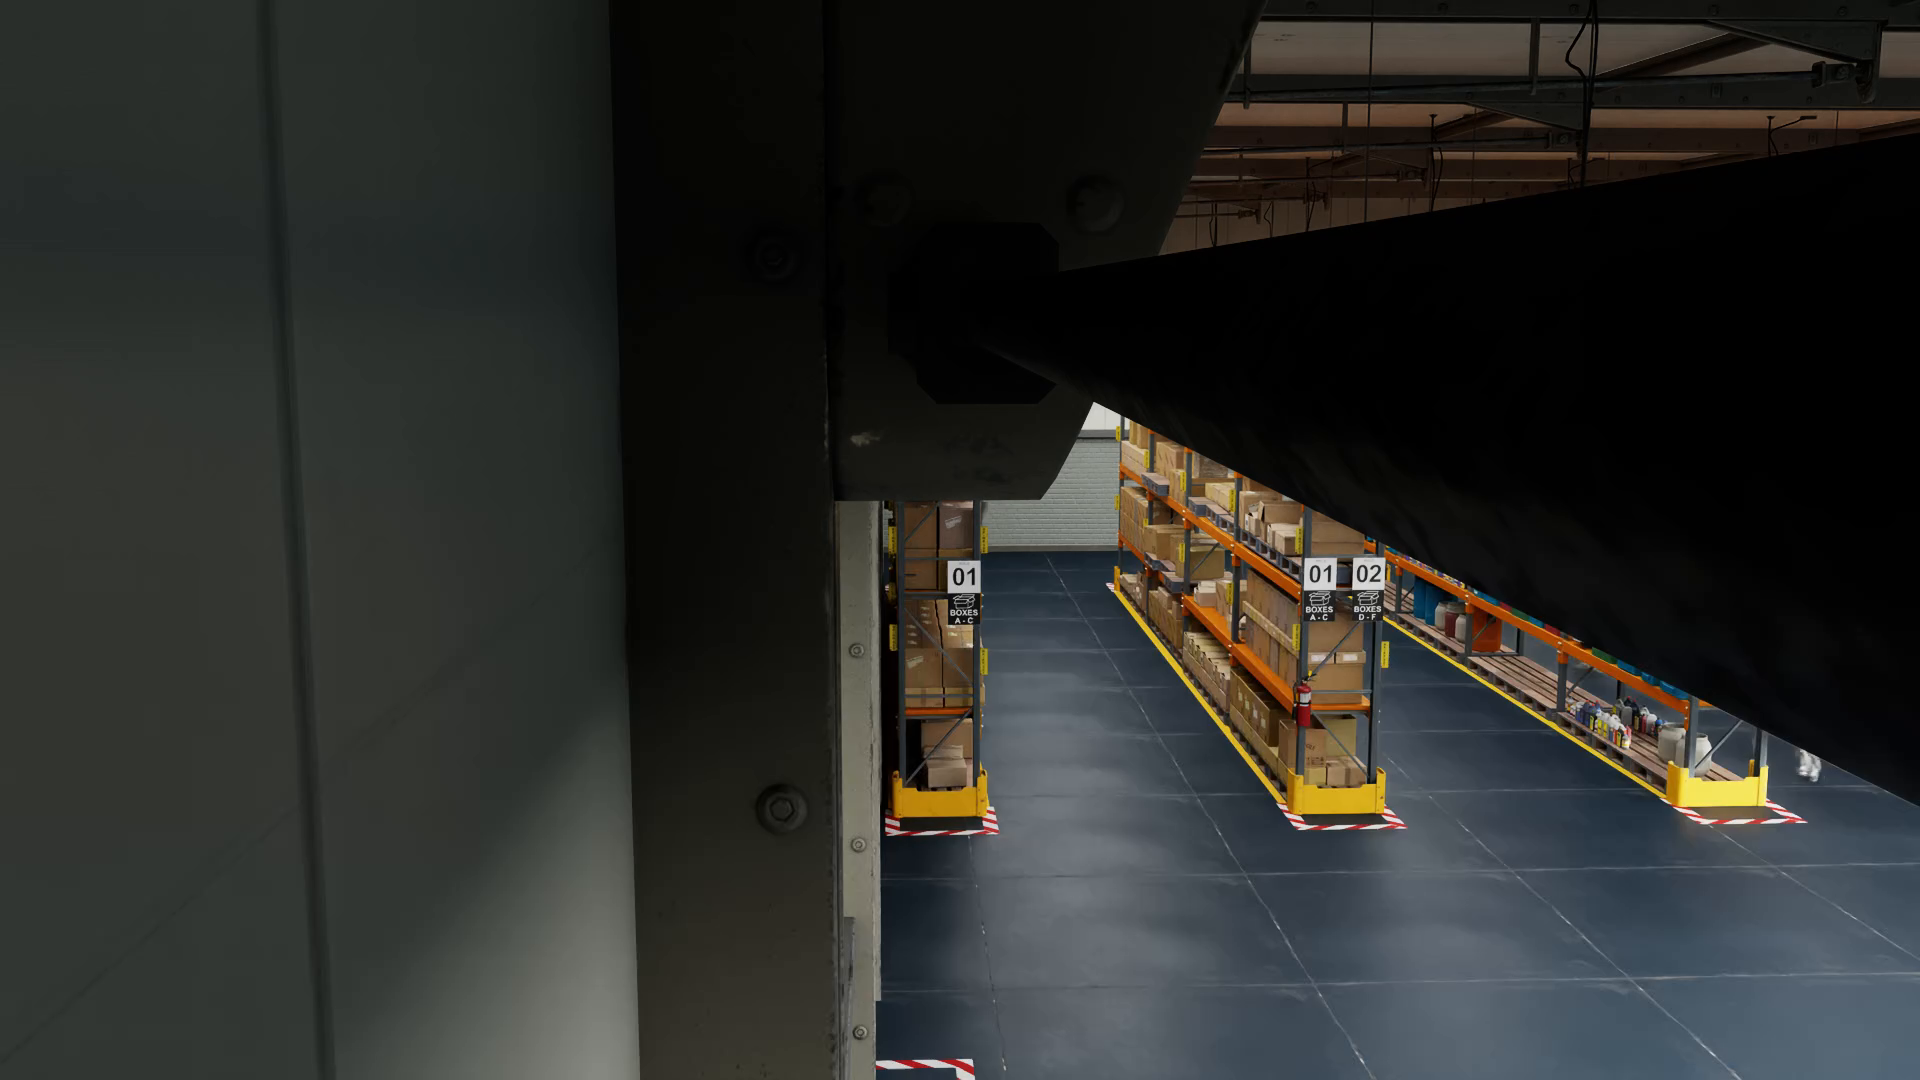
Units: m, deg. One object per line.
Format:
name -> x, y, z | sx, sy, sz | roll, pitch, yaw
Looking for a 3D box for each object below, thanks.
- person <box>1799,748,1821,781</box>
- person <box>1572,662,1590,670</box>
person -> 11.363, 2.425, 22.162 | 0.432, 1.510, 0.481 | 6, 10, 35
person -> 10.761, 1.338, 28.618 | 0.388, 1.776, 0.651 | 1, 8, 9
